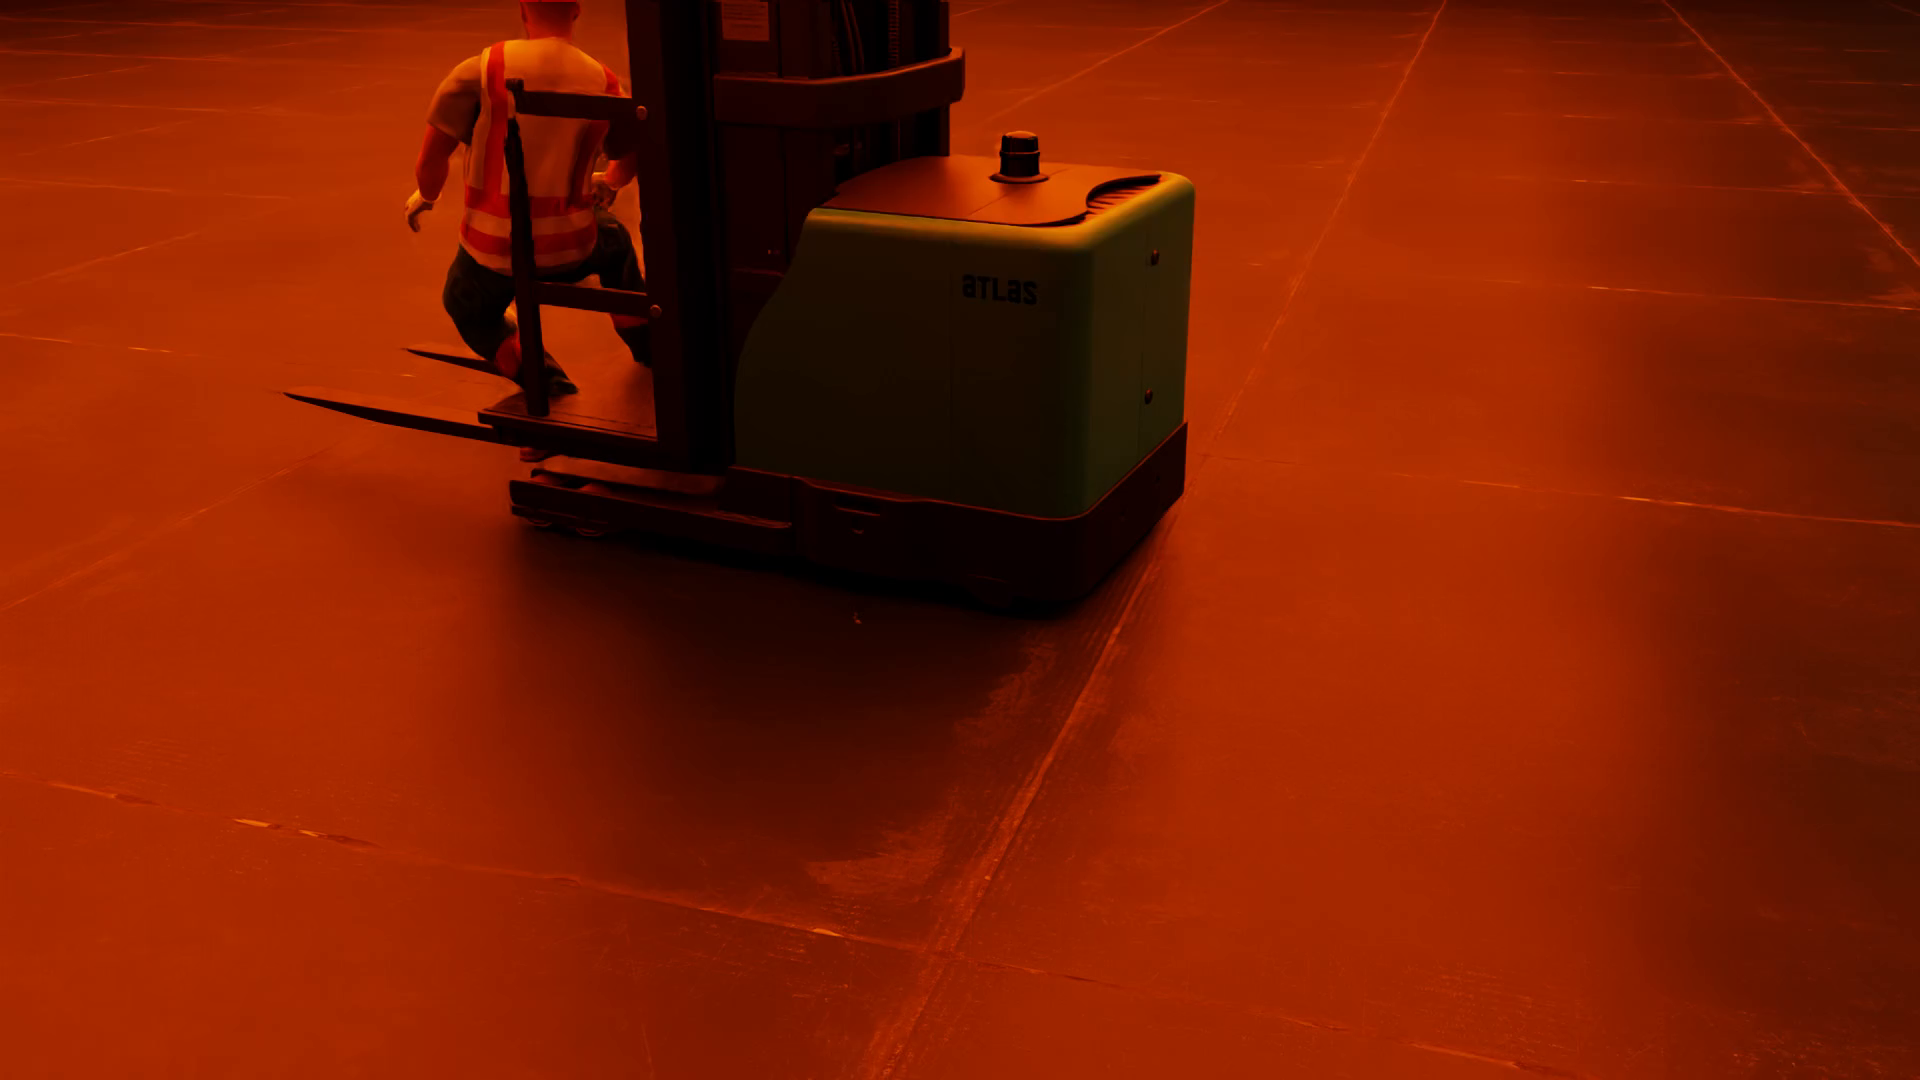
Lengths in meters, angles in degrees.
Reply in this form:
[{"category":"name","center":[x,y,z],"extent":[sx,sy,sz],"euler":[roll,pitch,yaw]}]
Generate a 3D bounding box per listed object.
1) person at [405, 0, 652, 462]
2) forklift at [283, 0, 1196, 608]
[{"category":"person","center":[-1.299,-1.039,5.216],"extent":[0.836,1.567,0.719],"euler":[-10,24,-22]},{"category":"forklift","center":[-0.843,-1.533,4.993],"extent":[3.031,2.935,1.130],"euler":[10,25,23]}]
